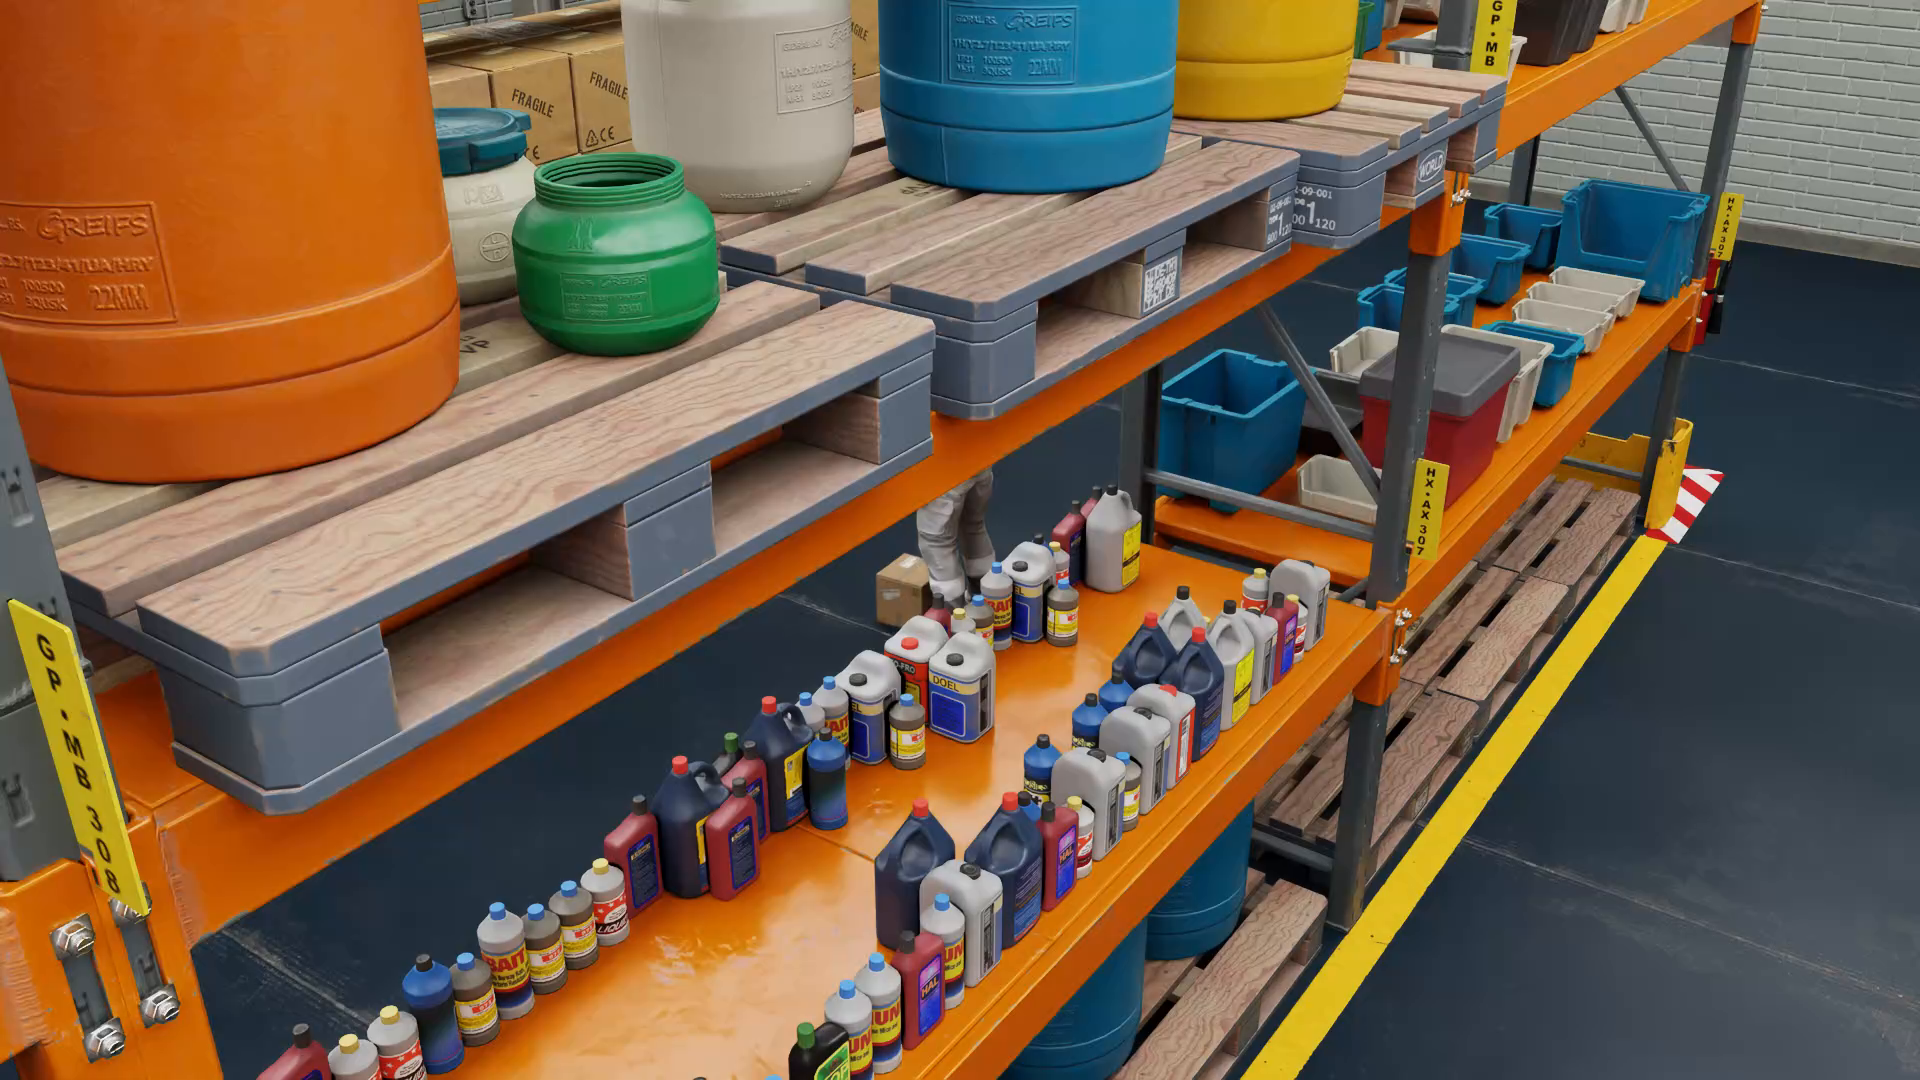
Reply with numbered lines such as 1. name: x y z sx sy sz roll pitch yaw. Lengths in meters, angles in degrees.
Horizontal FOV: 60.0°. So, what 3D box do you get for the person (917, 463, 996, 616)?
1. person: -0.037 -0.371 7.341 0.452 1.774 0.610 15 31 28
